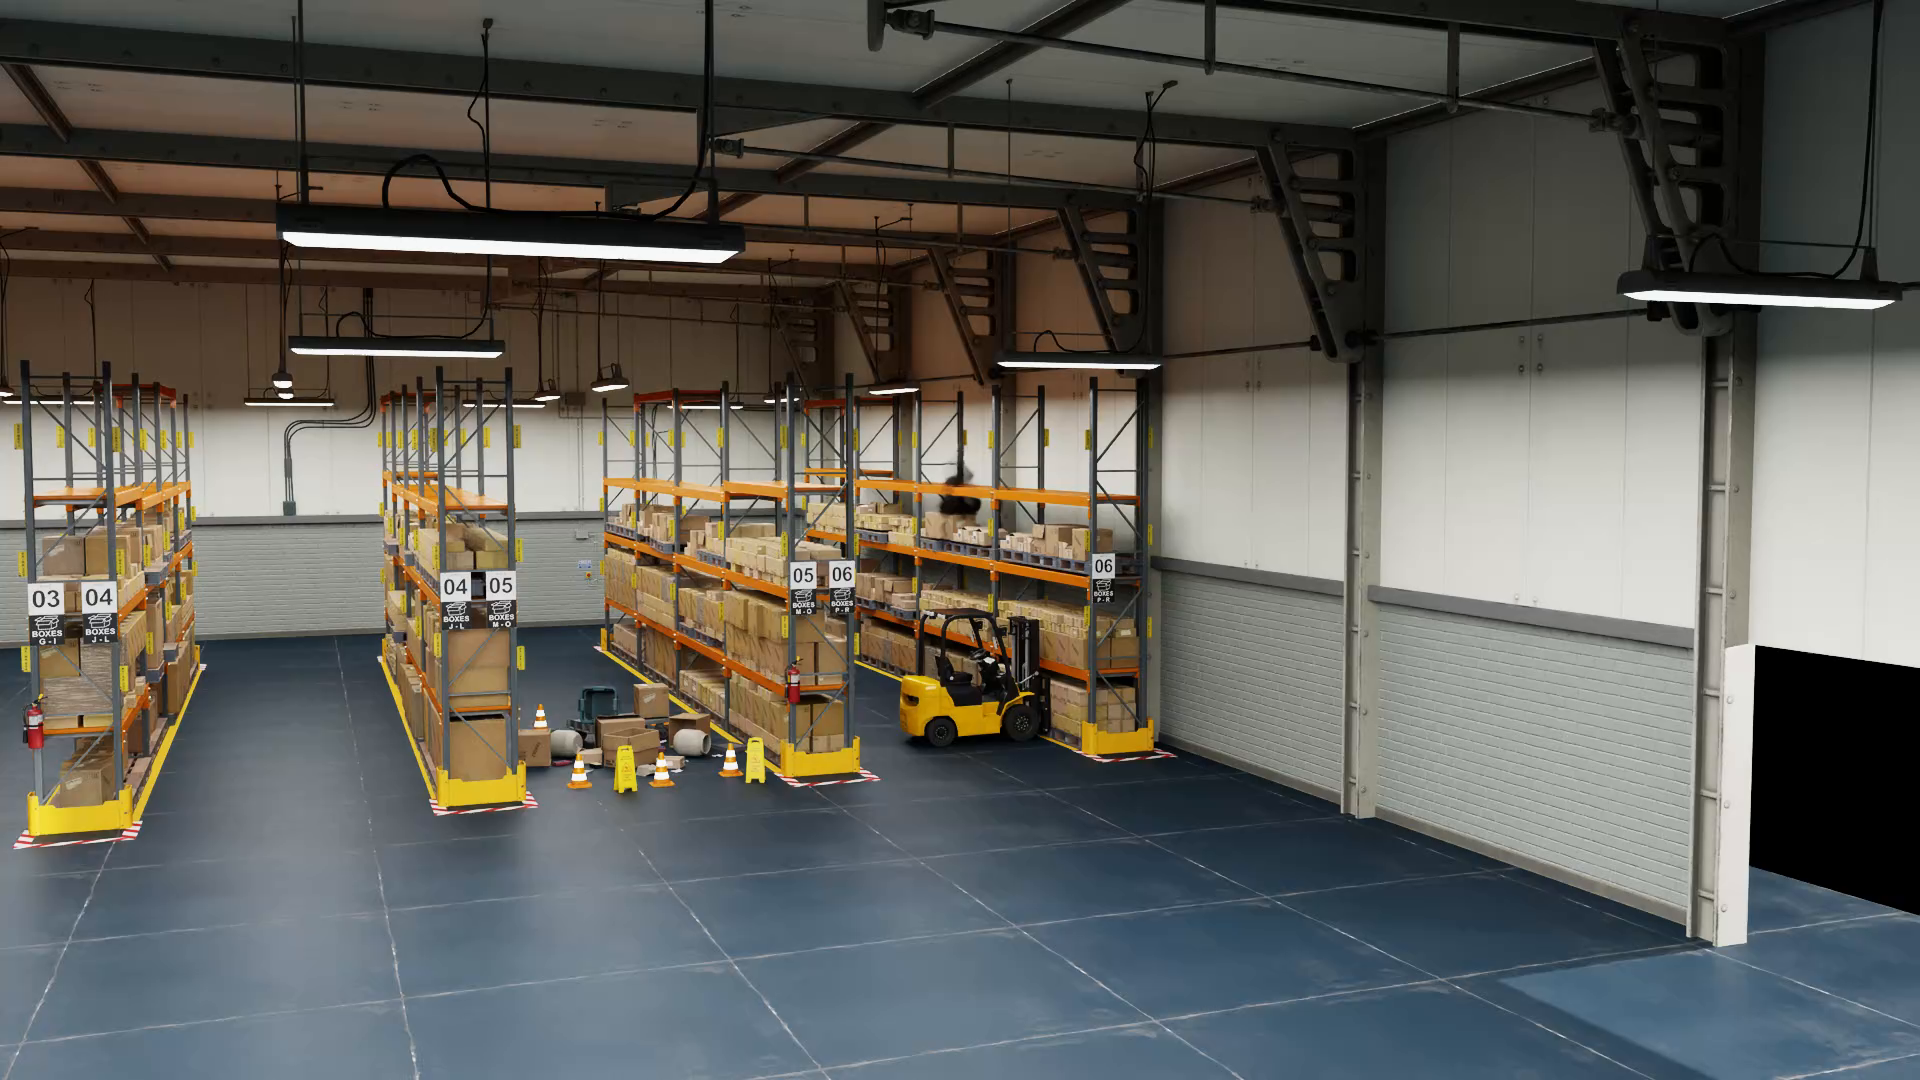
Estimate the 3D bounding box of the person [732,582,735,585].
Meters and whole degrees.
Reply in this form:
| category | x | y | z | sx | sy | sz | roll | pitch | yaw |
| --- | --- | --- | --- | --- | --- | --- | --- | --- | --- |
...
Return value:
| category | x | y | z | sx | sy | sz | roll | pitch | yaw |
| --- | --- | --- | --- | --- | --- | --- | --- | --- | --- |
| person | -5.292 | 1.844 | 38.620 | 0.584 | 1.717 | 0.819 | -2 | 4 | -34 |
